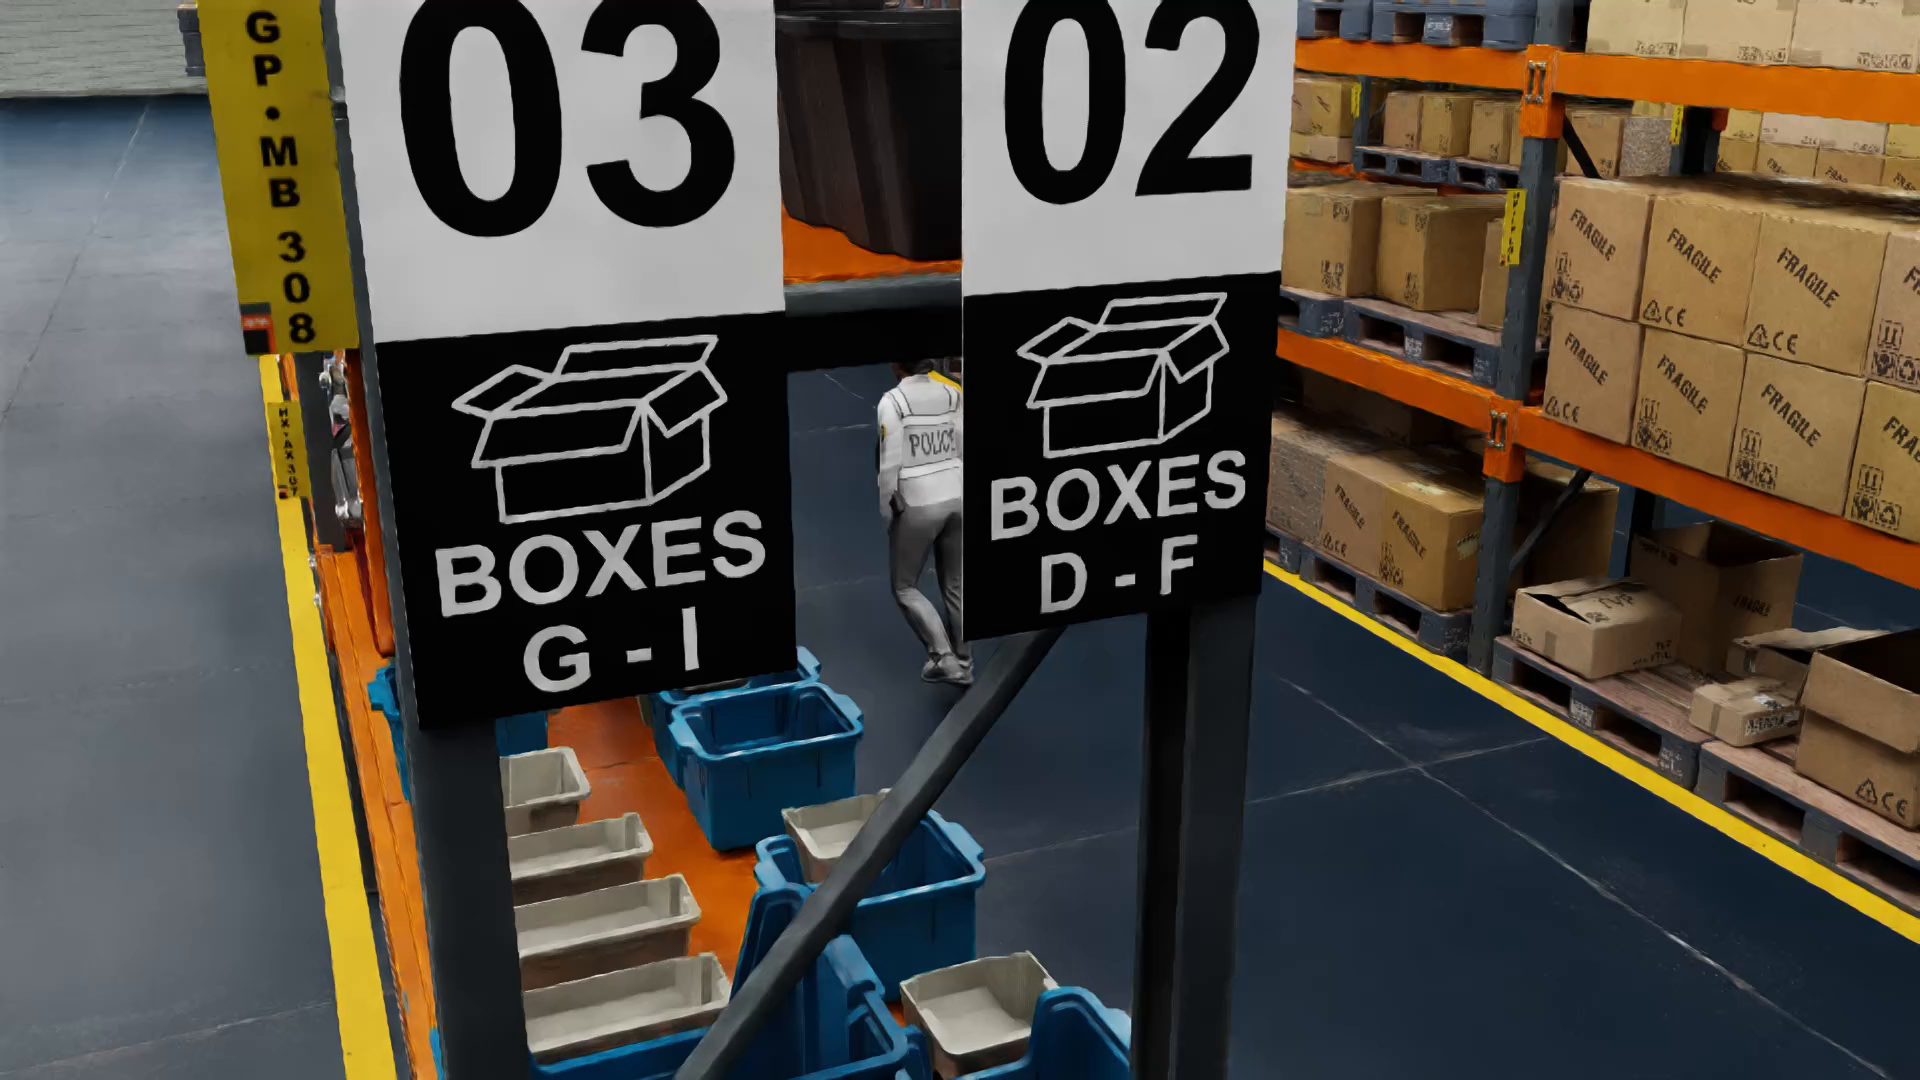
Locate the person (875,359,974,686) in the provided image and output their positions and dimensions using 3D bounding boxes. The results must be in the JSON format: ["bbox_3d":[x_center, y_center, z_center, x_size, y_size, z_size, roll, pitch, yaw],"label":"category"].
[{"bbox_3d":[-0.121,-0.115,7.417,0.493,1.652,0.601,-15,24,-36],"label":"person"}]
